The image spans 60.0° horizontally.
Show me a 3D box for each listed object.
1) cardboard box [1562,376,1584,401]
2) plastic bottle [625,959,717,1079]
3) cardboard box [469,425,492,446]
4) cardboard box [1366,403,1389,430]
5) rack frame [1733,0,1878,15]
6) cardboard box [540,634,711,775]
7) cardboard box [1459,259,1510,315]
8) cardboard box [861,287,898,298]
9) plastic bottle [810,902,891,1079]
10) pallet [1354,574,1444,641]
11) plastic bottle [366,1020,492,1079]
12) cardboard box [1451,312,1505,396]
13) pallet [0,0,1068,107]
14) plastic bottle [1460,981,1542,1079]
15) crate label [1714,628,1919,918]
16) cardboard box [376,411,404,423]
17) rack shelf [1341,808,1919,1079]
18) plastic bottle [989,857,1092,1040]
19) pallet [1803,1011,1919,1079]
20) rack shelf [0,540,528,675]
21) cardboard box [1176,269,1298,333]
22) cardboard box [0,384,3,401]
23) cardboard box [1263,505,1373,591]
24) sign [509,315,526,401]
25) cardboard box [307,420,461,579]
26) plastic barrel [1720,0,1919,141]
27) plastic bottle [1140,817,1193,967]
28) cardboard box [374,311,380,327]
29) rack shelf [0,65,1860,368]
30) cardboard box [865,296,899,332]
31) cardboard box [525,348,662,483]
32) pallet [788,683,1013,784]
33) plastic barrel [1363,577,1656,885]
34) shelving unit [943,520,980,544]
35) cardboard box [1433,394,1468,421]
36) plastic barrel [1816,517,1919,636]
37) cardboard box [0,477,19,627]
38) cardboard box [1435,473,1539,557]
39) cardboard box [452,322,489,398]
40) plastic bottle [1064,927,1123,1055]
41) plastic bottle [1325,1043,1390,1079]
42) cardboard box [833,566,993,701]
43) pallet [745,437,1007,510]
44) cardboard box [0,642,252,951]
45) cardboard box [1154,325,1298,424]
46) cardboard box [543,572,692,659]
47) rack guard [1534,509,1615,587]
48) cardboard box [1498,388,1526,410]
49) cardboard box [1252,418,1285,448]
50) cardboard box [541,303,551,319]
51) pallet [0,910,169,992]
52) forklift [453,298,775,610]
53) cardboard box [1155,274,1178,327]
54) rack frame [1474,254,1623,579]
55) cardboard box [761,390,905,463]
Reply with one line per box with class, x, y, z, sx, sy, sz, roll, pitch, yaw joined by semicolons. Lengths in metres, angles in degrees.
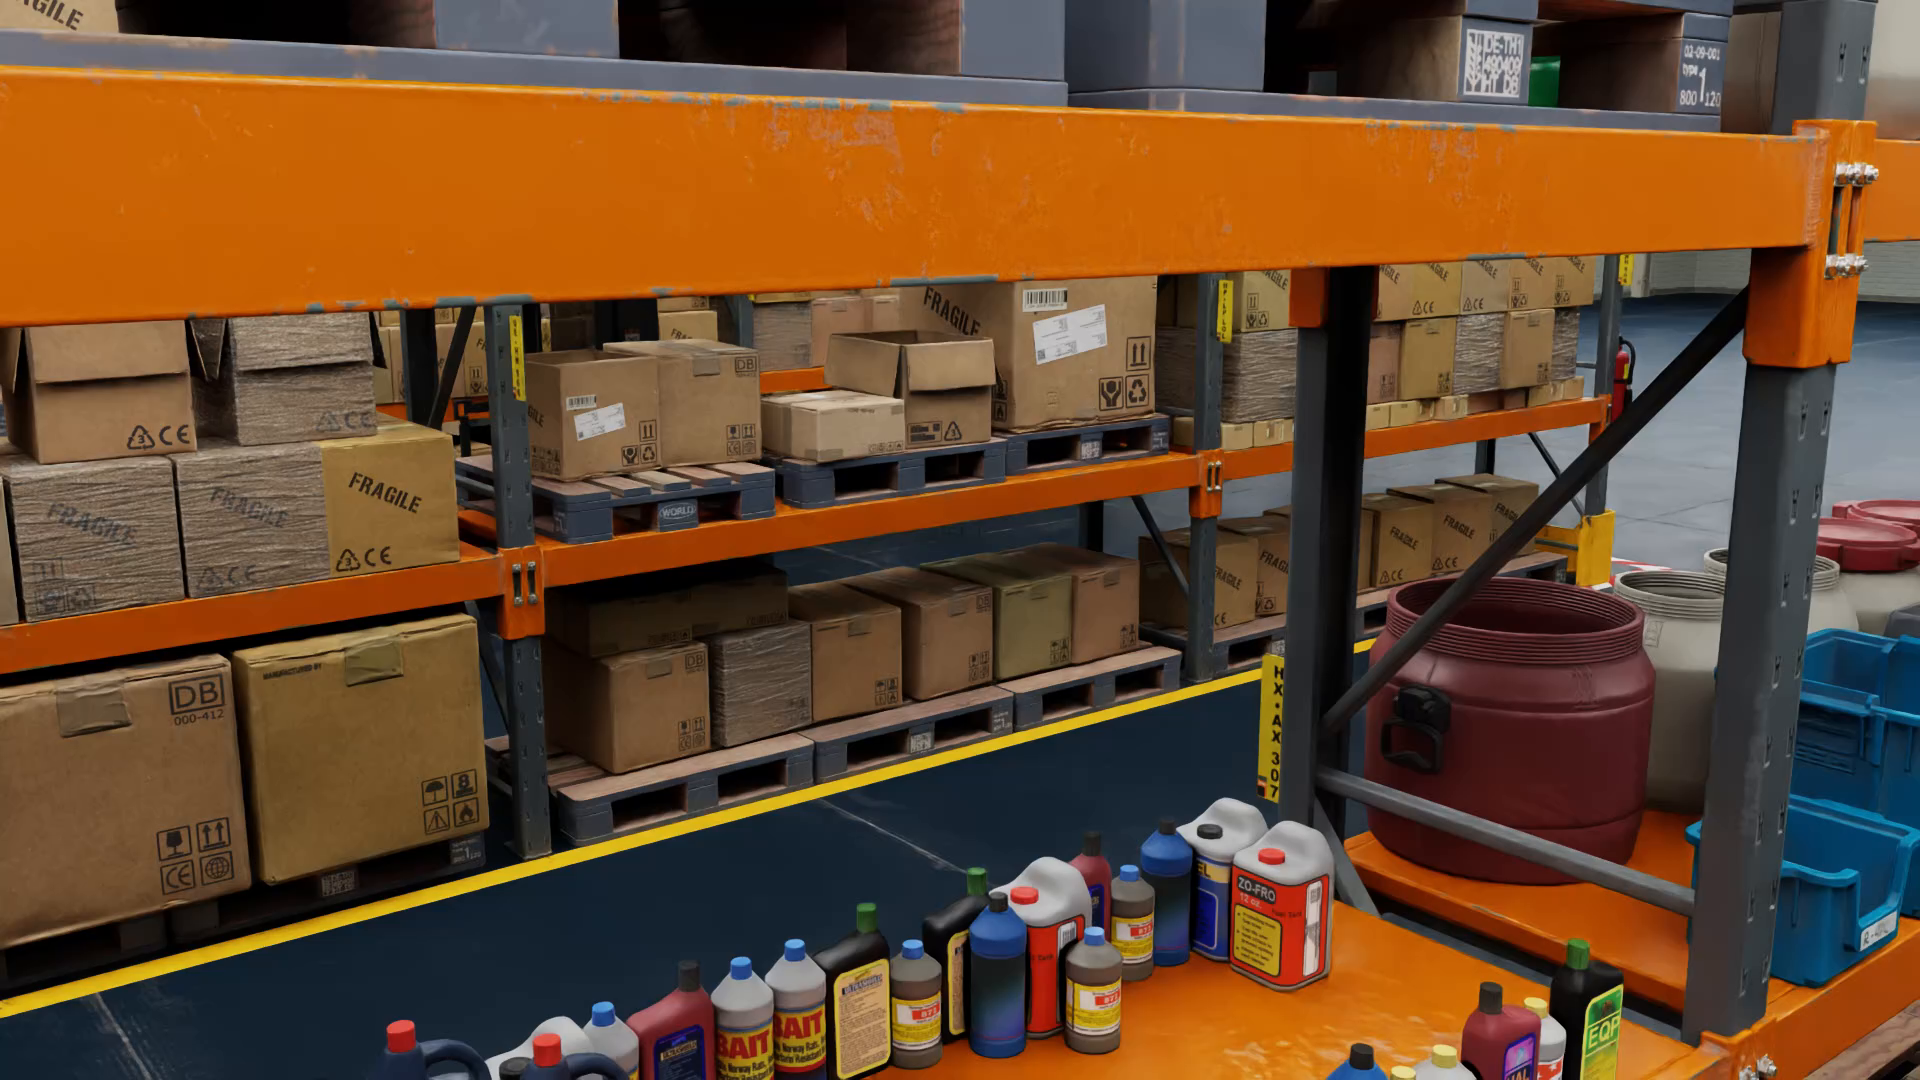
cardboard box;4.094;-1.070;11.550;0.250;0.149;0.380;-9;15;-38
plastic bottle;-0.436;0.782;2.508;0.133;0.283;0.061;-9;15;-38
cardboard box;-3.140;-0.447;12.418;0.750;0.750;1.050;-9;15;-38
cardboard box;2.381;-0.767;10.122;0.250;0.149;0.380;-9;15;-38
rack frame;1.035;-2.356;2.561;0.127;3.000;1.000;-9;15;-38
cardboard box;-1.549;0.692;7.606;0.500;0.500;0.700;-10;16;-41
cardboard box;3.134;-1.705;10.573;0.500;0.500;0.500;-9;15;-38
cardboard box;-0.782;-2.344;13.983;0.550;0.550;0.875;-9;15;-38
plastic bottle;-0.180;0.739;2.708;0.133;0.283;0.061;-9;15;-38
pallet;2.520;0.368;10.888;1.213;0.211;1.003;-9;15;-38
plastic bottle;-0.715;0.806;2.230;0.185;0.351;0.144;-9;15;-38
cardboard box;3.008;-1.249;10.830;0.500;0.500;0.875;-9;15;-38
pallet;-0.654;-0.543;1.697;1.213;0.211;1.003;-9;15;-38
plastic bottle;0.805;0.787;2.482;0.133;0.283;0.061;-9;15;-38
crate label;1.980;0.476;3.581;0.616;0.435;0.502;-9;15;-38
cardboard box;-2.609;-0.255;6.868;0.500;0.500;0.500;-9;15;-36
rack shelf;2.597;0.671;4.481;4.000;0.370;1.077;-9;15;-38
plastic bottle;0.134;0.703;2.897;0.135;0.276;0.152;-9;15;-38
pallet;2.616;1.691;4.659;1.213;0.211;1.003;-9;15;-38
rack shelf;-3.621;0.386;5.820;4.000;0.370;1.077;-9;15;-38
cardboard box;1.574;-1.445;9.348;0.500;0.500;0.500;-9;15;-38
cardboard box;-5.573;-0.921;9.840;0.250;0.149;0.380;-9;15;-37
cardboard box;2.280;0.059;10.637;0.500;0.500;0.500;-11;16;-43
sign;-1.710;-0.702;6.425;0.005;0.325;0.100;-9;15;-38
cardboard box;-2.290;-0.170;6.466;0.500;0.500;0.500;-9;15;-36
plastic barrel;1.469;-0.934;2.817;0.421;0.512;0.421;0;12;0
plastic bottle;0.387;0.655;3.130;0.097;0.271;0.097;0;12;0
cardboard box;-4.328;-1.703;11.280;0.500;0.500;0.700;-10;15;-38
rack shelf;-0.527;-0.278;1.725;4.000;0.370;1.077;-9;15;-38
cardboard box;-0.764;-1.811;14.075;0.550;0.550;0.875;-9;15;-38
cardboard box;-1.663;-0.556;7.274;0.500;0.500;0.500;11;16;43
pallet;-0.496;0.880;8.475;1.213;0.211;1.003;-9;15;-38
plastic barrel;1.208;0.402;3.685;0.708;0.536;0.600;-9;15;-38
shelving unit;0.011;-0.589;13.013;0.189;1.200;0.258;-9;15;-38
cardboard box;2.988;-0.858;10.554;0.250;0.149;0.380;-9;15;-38
plastic barrel;2.363;0.233;4.485;0.433;0.535;0.433;0;12;0
cardboard box;-3.484;0.028;5.536;0.500;0.500;0.500;-9;15;-37
cardboard box;3.690;-0.168;11.703;0.500;0.500;0.500;-6;14;-27
cardboard box;-3.380;-1.302;11.799;0.500;0.500;0.500;-10;15;-38
plastic bottle;0.226;0.757;2.821;0.097;0.201;0.097;0;12;0
plastic bottle;0.552;0.830;2.308;0.097;0.271;0.097;0;12;0
cardboard box;-0.250;0.471;8.648;0.500;0.500;0.700;-11;16;-42
pallet;-0.539;-0.395;8.228;1.213;0.211;1.003;-9;15;-38
cardboard box;-3.312;0.809;6.200;0.875;0.875;1.225;-9;15;-37
cardboard box;1.454;-0.987;9.598;0.500;0.500;0.875;-9;15;-38
cardboard box;-1.555;0.324;7.536;0.500;0.250;0.500;-9;15;-35
rack guard;4.128;-0.031;12.069;0.348;0.500;1.175;-9;15;-38
cardboard box;3.530;-0.967;11.065;0.250;0.149;0.380;-9;15;-38
cardboard box;1.623;-0.631;9.482;0.250;0.149;0.380;-9;15;-38
cardboard box;-3.135;-1.902;12.216;0.500;0.500;0.700;-9;15;-37
pallet;-3.674;1.386;6.091;1.213;0.211;1.003;-9;15;-38
forklift;-2.749;-0.977;10.673;3.031;2.935;1.130;-9;15;-38
cardboard box;1.244;-1.531;9.752;0.500;0.500;0.500;-9;15;-38
rack frame;4.188;-1.263;11.856;0.127;3.000;1.000;-9;15;-38
cardboard box;-0.607;-0.537;7.788;0.500;0.250;0.500;-10;16;-39
